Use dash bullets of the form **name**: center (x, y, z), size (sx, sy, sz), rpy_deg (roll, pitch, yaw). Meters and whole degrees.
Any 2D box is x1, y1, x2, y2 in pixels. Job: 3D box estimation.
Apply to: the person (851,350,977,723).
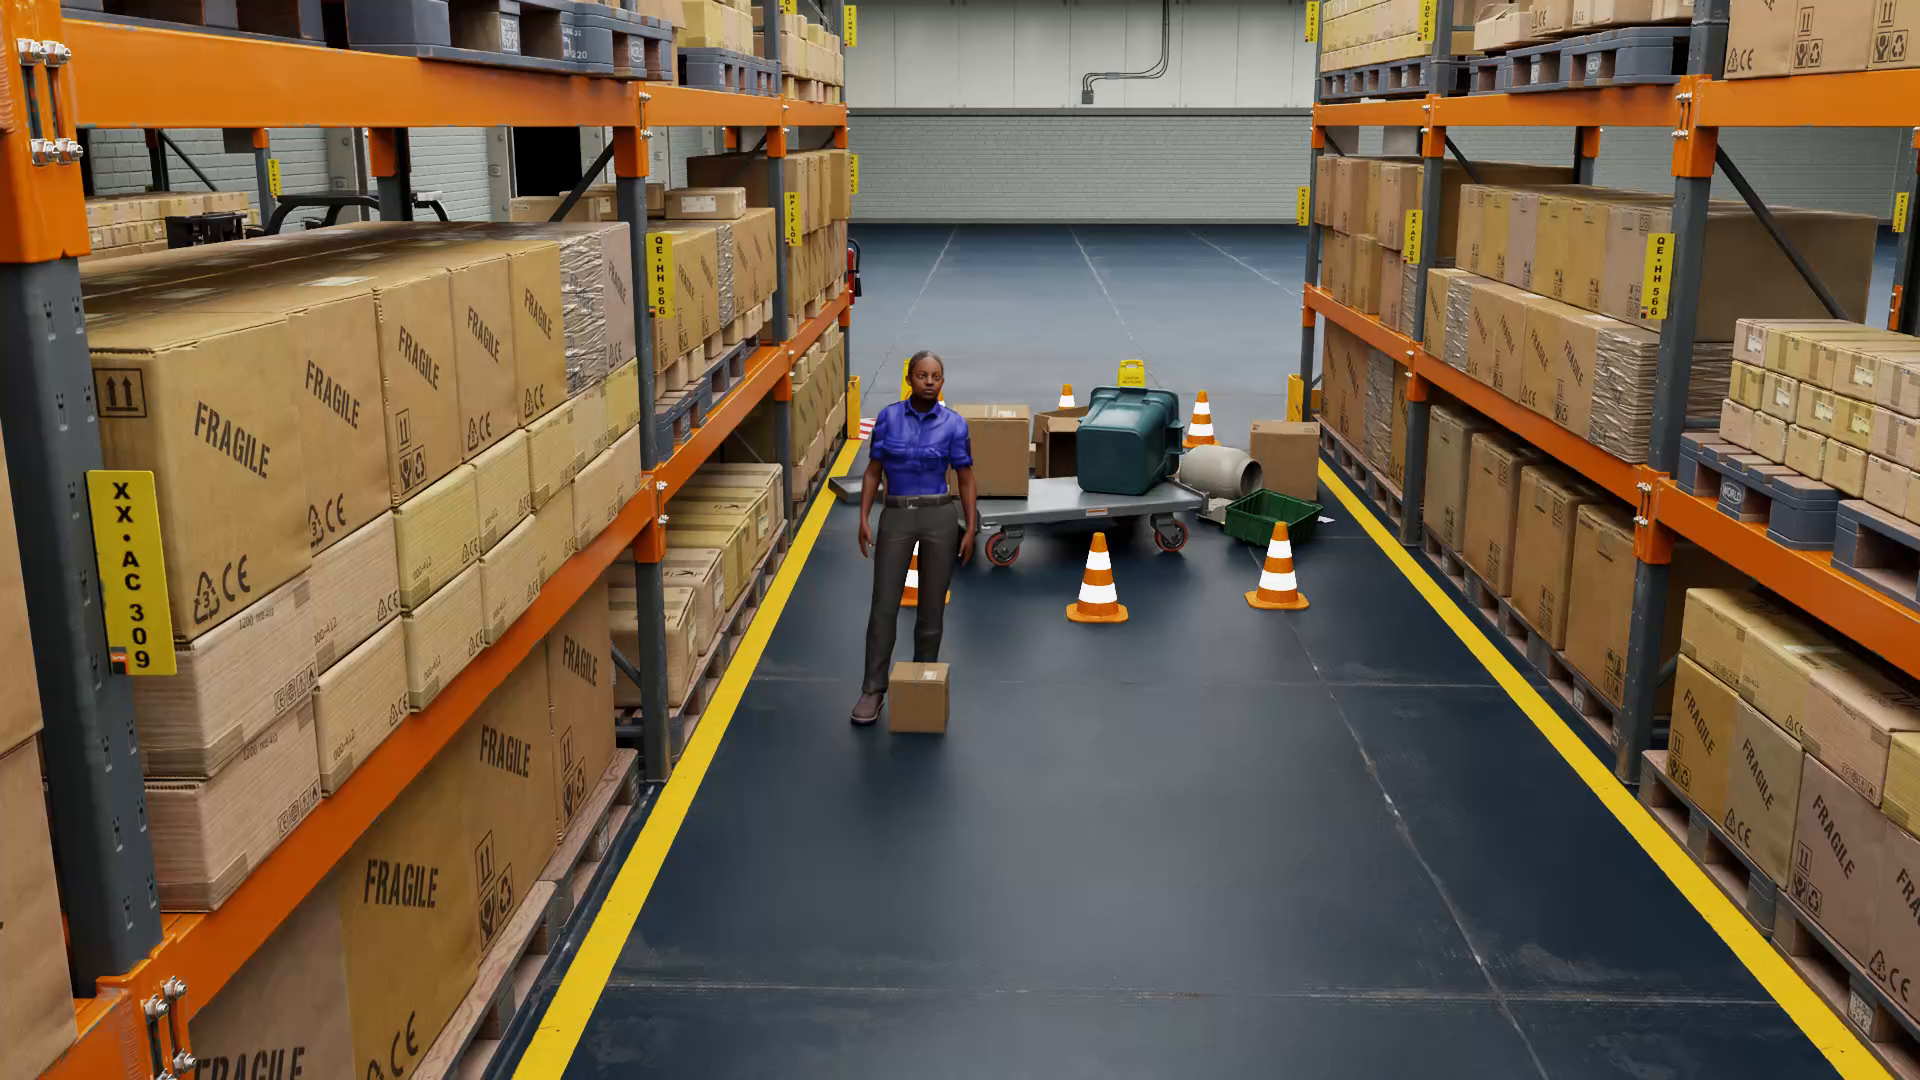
- **person**: center (-0.210, -0.021, 7.563), size (0.569, 1.654, 0.504), rpy_deg (0, 14, 2)
